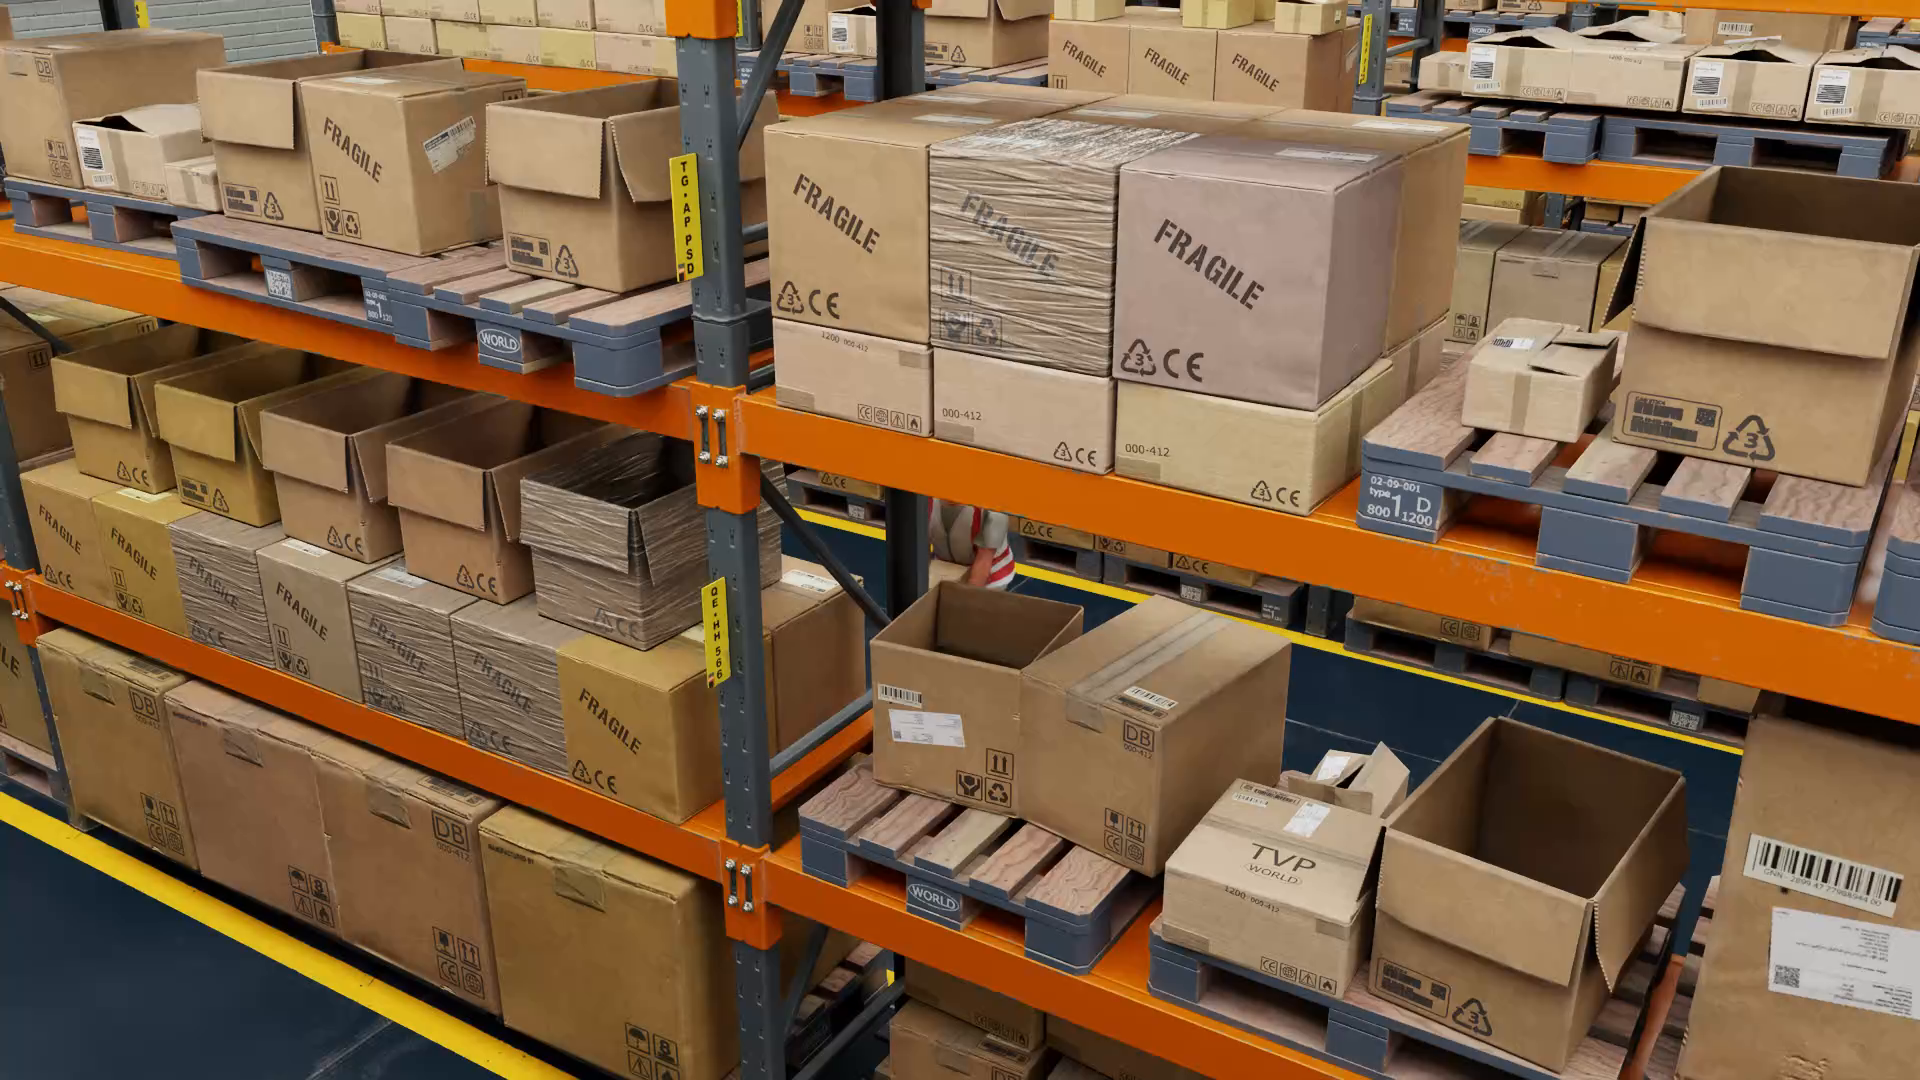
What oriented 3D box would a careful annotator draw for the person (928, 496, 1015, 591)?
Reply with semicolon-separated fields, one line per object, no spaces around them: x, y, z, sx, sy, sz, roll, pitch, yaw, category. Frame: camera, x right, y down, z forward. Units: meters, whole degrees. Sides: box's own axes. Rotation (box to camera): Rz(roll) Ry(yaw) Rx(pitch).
0.009;0.261;8.000;0.488;1.745;0.592;13;26;28;person
